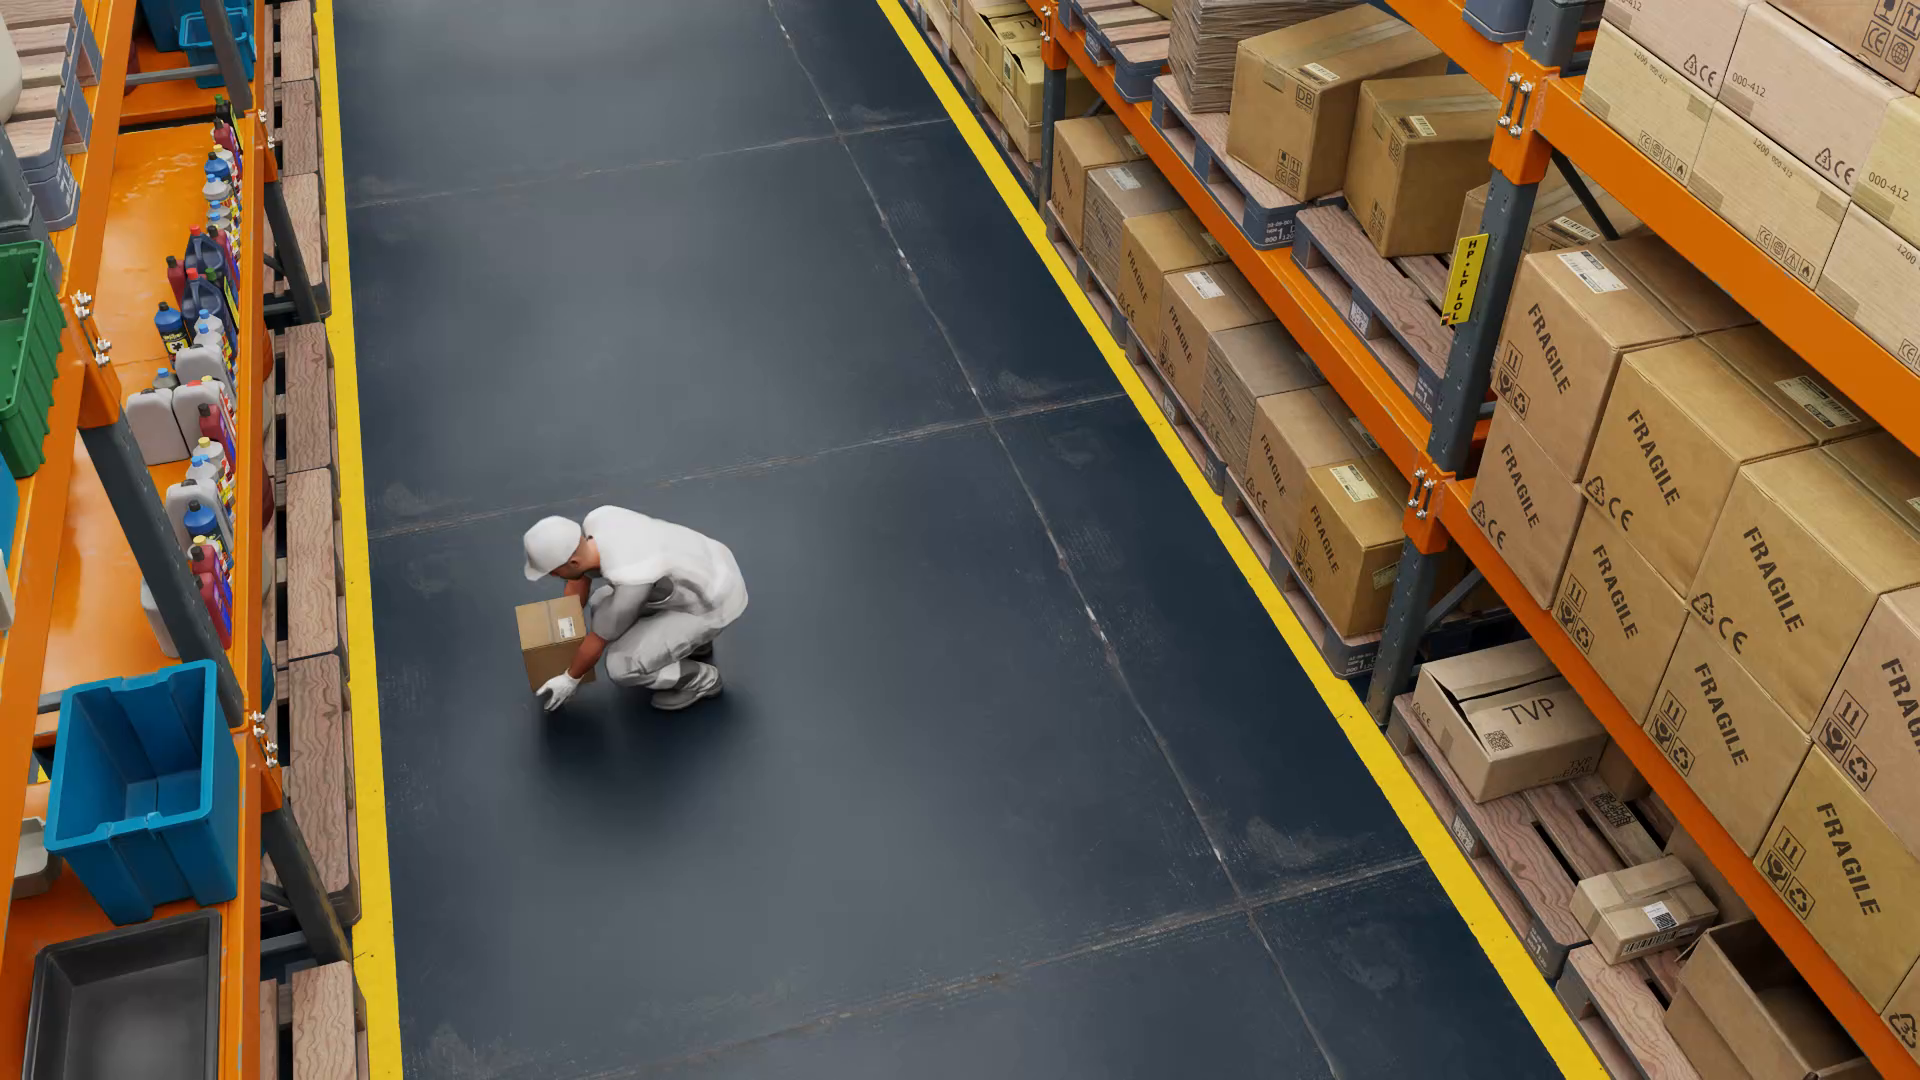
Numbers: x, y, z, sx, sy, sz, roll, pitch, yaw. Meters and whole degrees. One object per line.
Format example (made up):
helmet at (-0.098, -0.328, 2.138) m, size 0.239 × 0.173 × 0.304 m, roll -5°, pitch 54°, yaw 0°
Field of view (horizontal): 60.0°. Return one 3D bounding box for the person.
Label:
person at (-1.275, 0.223, 6.492) m, size 0.881 × 0.998 × 0.552 m, roll -12°, pitch 43°, yaw -13°
